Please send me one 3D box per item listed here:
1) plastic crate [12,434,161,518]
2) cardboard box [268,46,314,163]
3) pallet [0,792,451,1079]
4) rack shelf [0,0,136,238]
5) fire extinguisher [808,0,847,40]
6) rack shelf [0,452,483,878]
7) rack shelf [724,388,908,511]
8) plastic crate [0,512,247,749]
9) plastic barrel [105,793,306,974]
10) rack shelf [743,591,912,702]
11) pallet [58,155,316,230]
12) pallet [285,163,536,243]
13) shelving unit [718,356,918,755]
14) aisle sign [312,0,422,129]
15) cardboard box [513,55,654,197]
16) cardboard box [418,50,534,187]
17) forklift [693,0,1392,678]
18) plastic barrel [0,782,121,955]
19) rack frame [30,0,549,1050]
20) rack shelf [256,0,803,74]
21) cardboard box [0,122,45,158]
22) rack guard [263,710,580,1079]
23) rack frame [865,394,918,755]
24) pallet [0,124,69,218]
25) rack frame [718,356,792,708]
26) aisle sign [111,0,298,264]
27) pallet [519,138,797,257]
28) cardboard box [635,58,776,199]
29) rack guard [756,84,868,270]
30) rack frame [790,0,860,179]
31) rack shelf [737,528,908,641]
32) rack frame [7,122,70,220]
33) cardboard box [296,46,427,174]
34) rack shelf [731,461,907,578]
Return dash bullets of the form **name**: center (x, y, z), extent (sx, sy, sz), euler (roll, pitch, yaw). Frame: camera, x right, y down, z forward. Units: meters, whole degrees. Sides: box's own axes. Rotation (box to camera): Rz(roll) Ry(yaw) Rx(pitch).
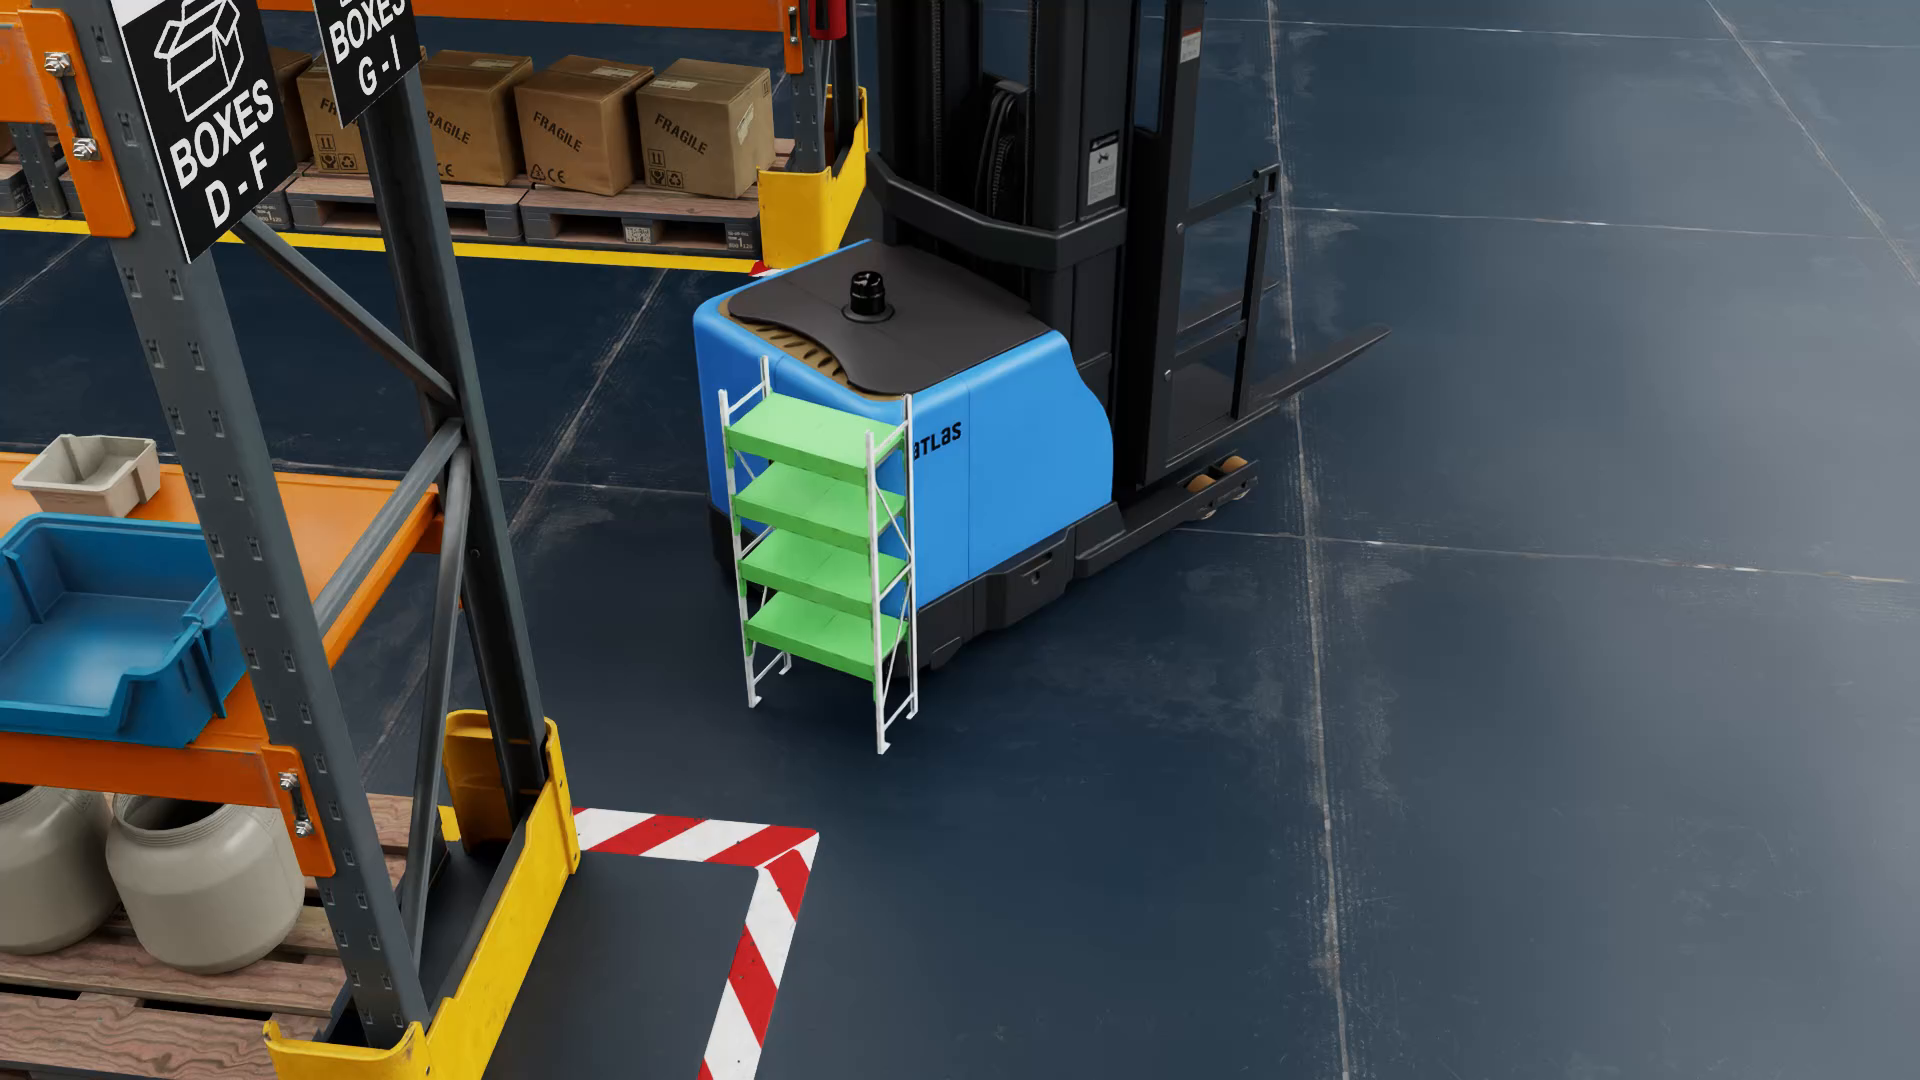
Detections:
- **plastic crate**: center (-2.128, -0.154, 4.110), extent (0.250, 0.136, 0.298), euler (4, 36, 6)
- **cardboard box**: center (-3.657, -2.222, 8.571), extent (0.500, 0.500, 0.500), euler (16, 38, 21)
- **pallet**: center (-2.168, 1.084, 4.549), extent (1.213, 0.211, 1.003), euler (4, 36, 6)
- **rack shelf**: center (-3.265, -1.085, 3.226), extent (4.000, 0.370, 1.077), euler (4, 36, 6)
- **fire extinguisher**: center (-0.596, -2.558, 7.318), extent (0.183, 0.674, 0.296), euler (4, 36, 6)
- **rack shelf**: center (-3.265, 0.136, 4.097), extent (4.000, 0.370, 1.077), euler (4, 36, 6)
- **rack shelf**: center (-0.417, -0.271, 4.881), extent (0.480, 0.148, 0.258), euler (17, 39, 22)
- **plastic crate**: center (-1.816, 0.187, 3.534), extent (0.616, 0.251, 0.499), euler (4, 36, 6)
- **plastic barrel**: center (-1.944, 0.828, 4.288), extent (0.421, 0.512, 0.421), euler (0, 36, 0)
- **rack shelf**: center (-0.417, 0.315, 5.299), extent (0.480, 0.148, 0.258), euler (17, 39, 22)
- **pallet**: center (-3.948, -1.995, 8.863), extent (1.213, 0.211, 1.003), euler (4, 36, 6)
- **pallet**: center (-2.734, -1.906, 8.739), extent (1.213, 0.211, 1.003), euler (4, 36, 6)
- **shelving unit**: center (-0.417, 0.067, 5.123), extent (0.503, 1.200, 0.258), euler (17, 39, 22)
- **aisle sign**: center (-1.173, -1.231, 3.155), extent (0.004, 0.787, 0.394), euler (4, 36, 6)
- **cardboard box**: center (-1.865, -2.097, 8.396), extent (0.500, 0.500, 0.500), euler (14, 38, 18)
- **cardboard box**: center (-2.484, -2.154, 8.476), extent (0.500, 0.500, 0.500), euler (7, 36, 10)
- **forklift**: center (0.523, -1.473, 5.790), extent (3.031, 2.935, 1.130), euler (-28, 44, -34)
- **plastic barrel**: center (-2.441, 0.791, 4.340), extent (0.421, 0.512, 0.421), euler (0, 36, 0)
- **rack frame**: center (-1.282, -0.009, 3.681), extent (0.127, 3.000, 1.000), euler (4, 36, 6)
- **rack shelf**: center (-2.634, -2.718, 8.096), extent (4.000, 0.370, 1.077), euler (4, 36, 6)
- **cardboard box**: center (-5.224, -2.379, 8.774), extent (0.500, 0.500, 0.700), euler (2, 36, 2)
- **rack guard**: center (-1.363, 1.030, 4.377), extent (0.348, 0.500, 1.175), euler (4, 36, 6)
- **rack frame**: center (-0.201, 0.133, 5.031), extent (0.015, 1.200, 0.240), euler (17, 39, 22)
- **pallet**: center (-5.391, -2.081, 8.984), extent (1.213, 0.211, 1.003), euler (4, 36, 6)
- **rack frame**: center (-0.634, 0.002, 5.214), extent (0.015, 1.200, 0.240), euler (17, 39, 22)
- **aisle sign**: center (-1.248, -0.891, 2.678), extent (0.004, 0.787, 0.394), euler (4, 36, 6)
- **pallet**: center (-1.527, -1.814, 8.610), extent (1.213, 0.211, 1.003), euler (4, 36, 6)
- **cardboard box**: center (-1.268, -2.072, 8.362), extent (0.500, 0.500, 0.500), euler (11, 37, 15)
- **rack guard**: center (-0.726, -1.851, 8.414), extent (0.348, 0.500, 1.175), euler (4, 36, 6)
- **rack frame**: center (-0.651, -2.863, 7.680), extent (0.127, 3.000, 1.000), euler (4, 36, 6)
- **rack shelf**: center (-0.417, 0.119, 5.160), extent (0.480, 0.148, 0.258), euler (17, 39, 22)
- **rack frame**: center (-4.618, -3.159, 8.094), extent (0.127, 3.000, 1.000), euler (4, 36, 6)
- **cardboard box**: center (-3.032, -2.221, 8.570), extent (0.500, 0.500, 0.500), euler (1, 36, 2)
- **rack shelf**: center (-0.417, -0.076, 5.020), extent (0.480, 0.148, 0.258), euler (17, 39, 22)
